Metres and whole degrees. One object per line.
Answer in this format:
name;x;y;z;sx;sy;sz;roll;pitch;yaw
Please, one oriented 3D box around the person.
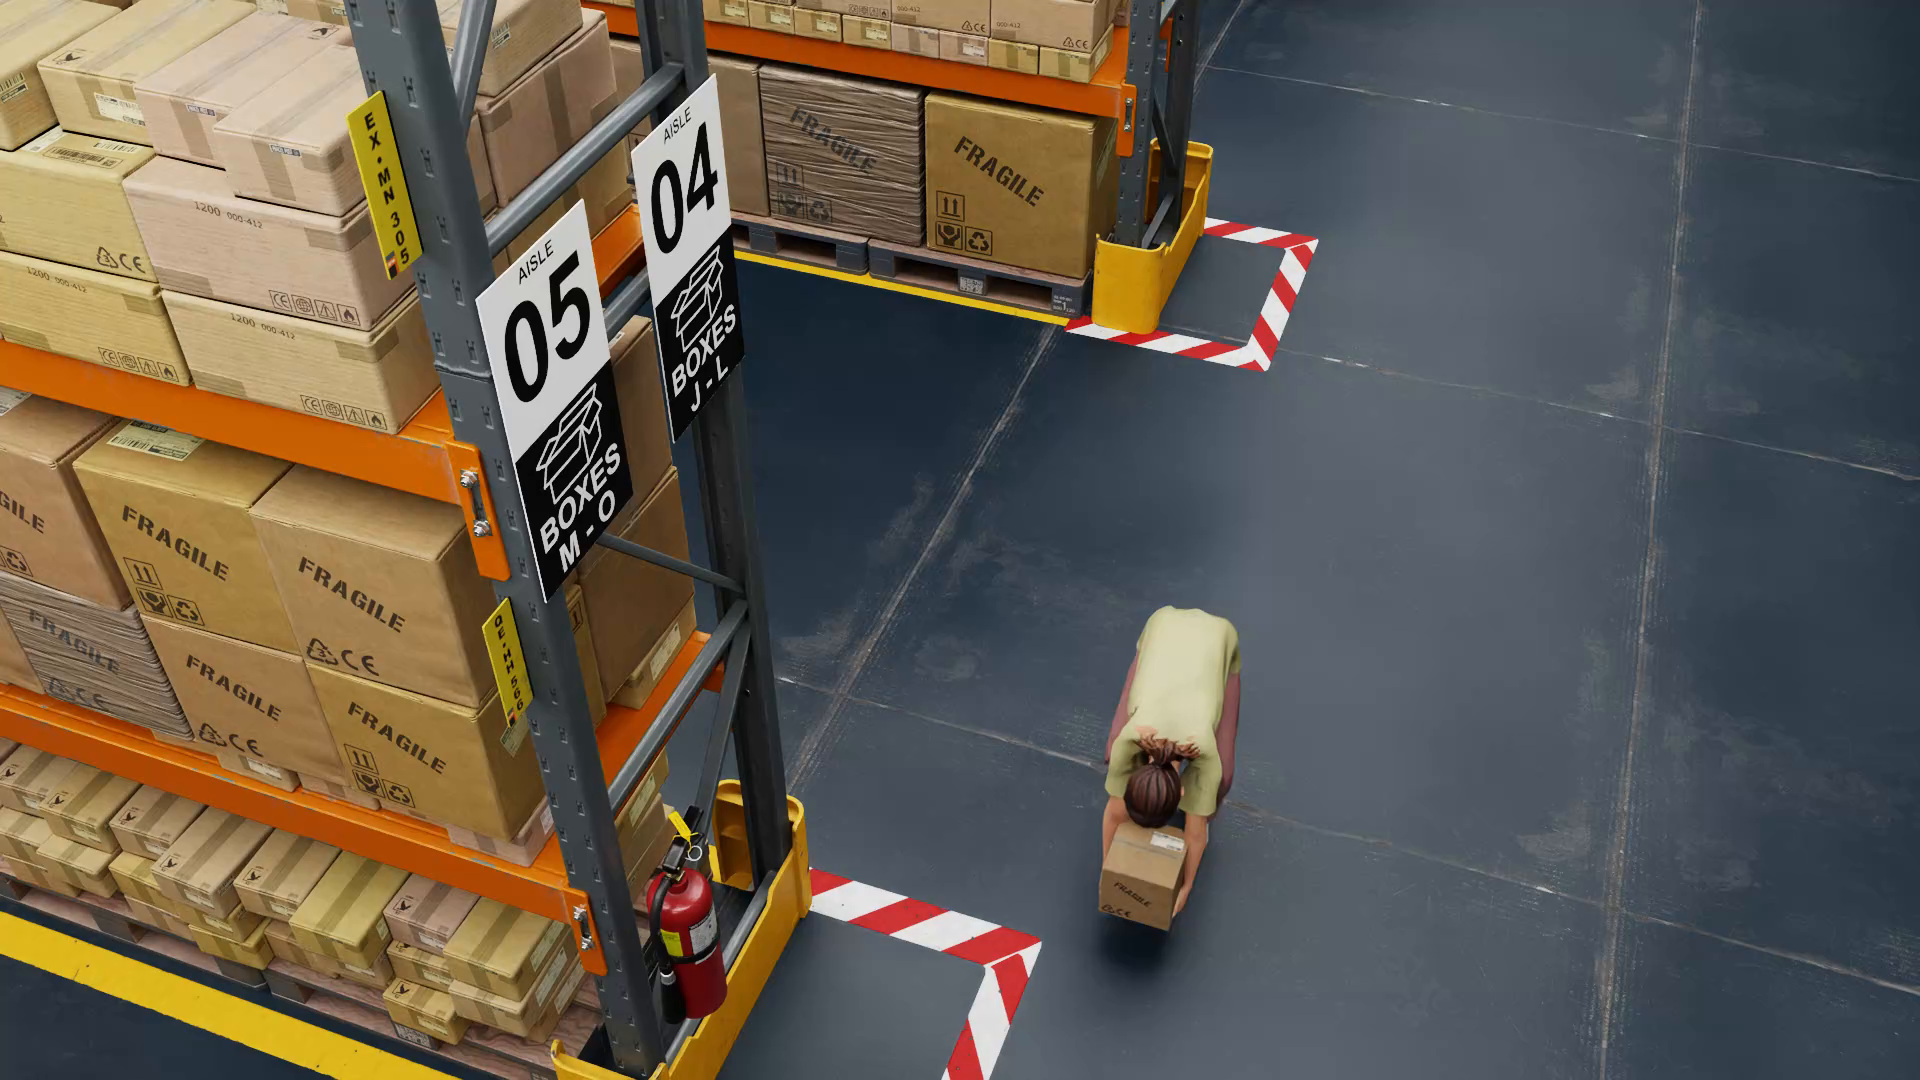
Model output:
person;0.716;0.819;5.811;0.457;0.914;0.854;12;43;13
